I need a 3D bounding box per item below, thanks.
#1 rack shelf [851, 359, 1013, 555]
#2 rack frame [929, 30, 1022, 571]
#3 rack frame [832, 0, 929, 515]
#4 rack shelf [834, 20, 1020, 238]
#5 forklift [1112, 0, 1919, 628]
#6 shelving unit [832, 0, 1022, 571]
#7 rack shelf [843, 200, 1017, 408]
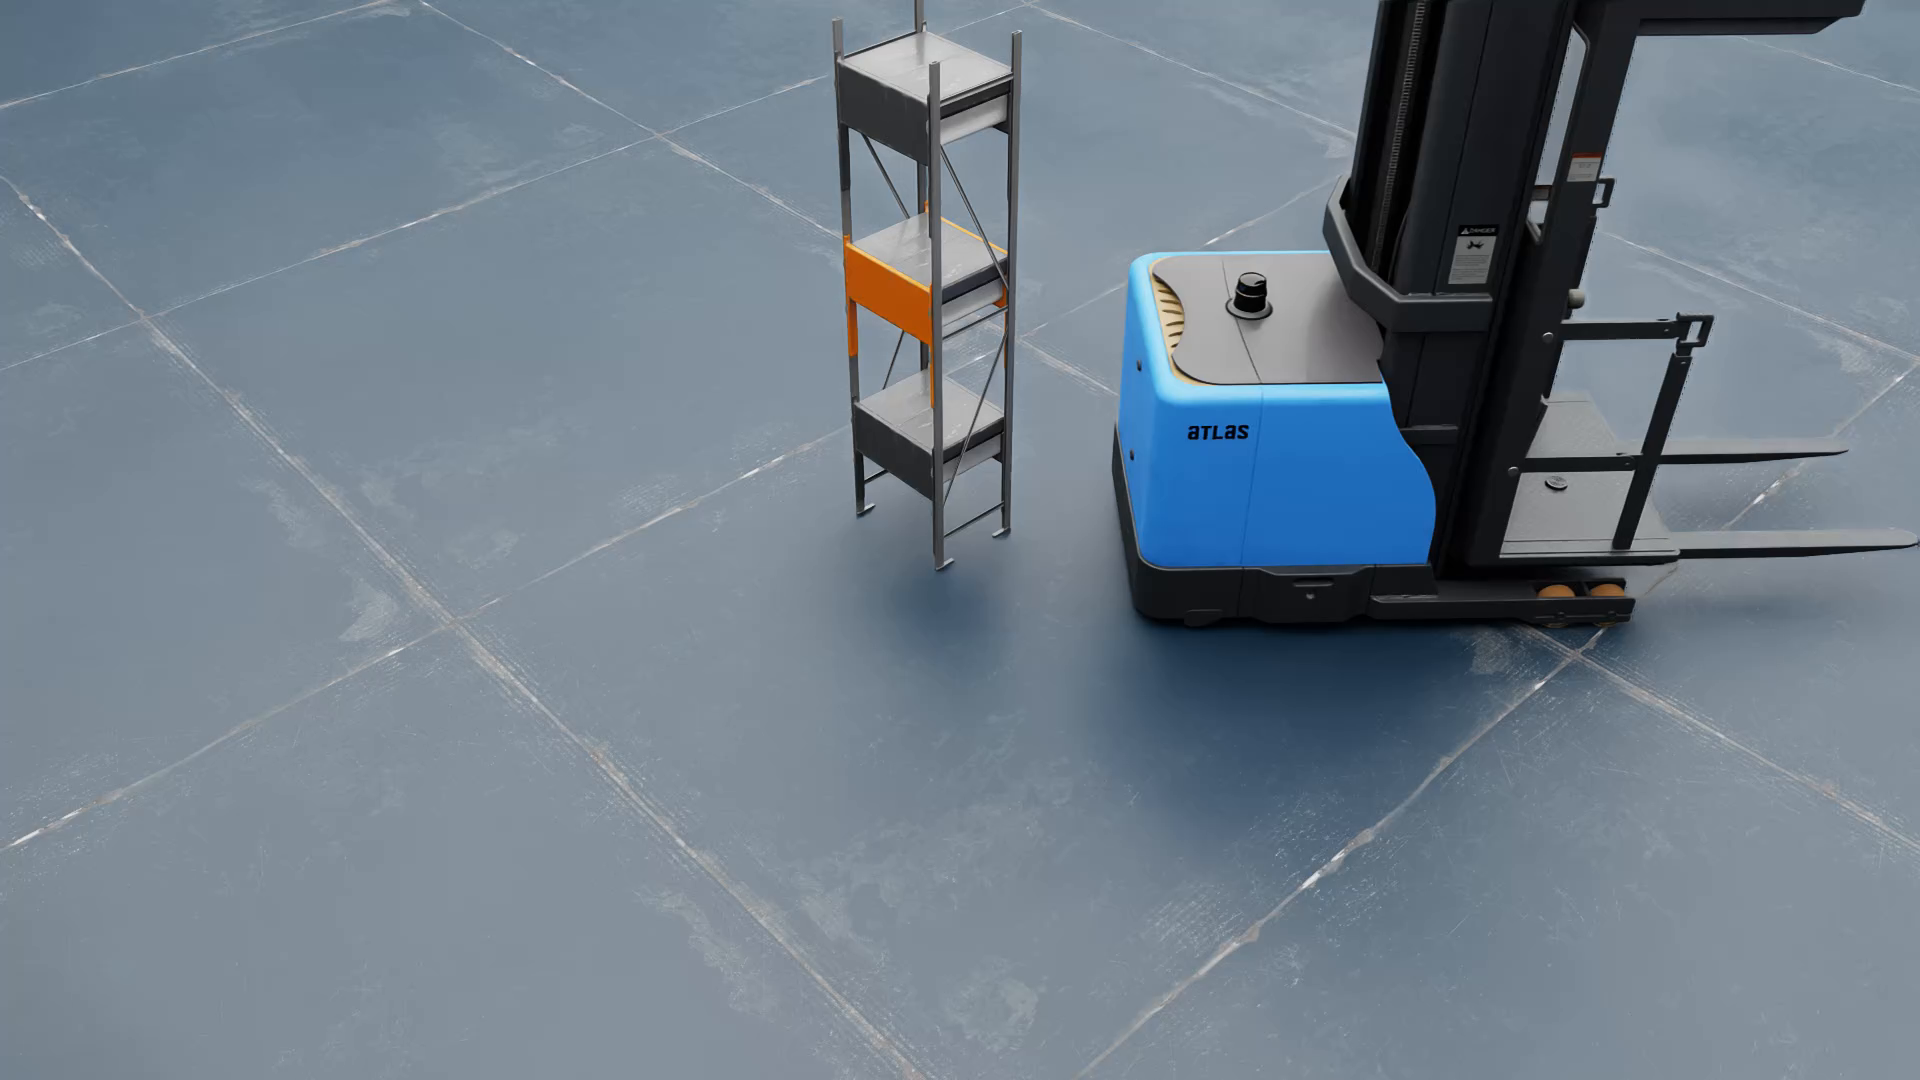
[{"bbox_3d":[-0.112,-0.338,6.634,0.431,0.518,0.480,-30,48,-32],"label":"rack shelf"},{"bbox_3d":[0.053,-0.781,6.045,0.400,2.100,0.015,-30,48,-32],"label":"rack frame"},{"bbox_3d":[-0.277,-1.006,6.325,0.400,2.100,0.015,-30,48,-32],"label":"rack frame"},{"bbox_3d":[-0.112,-1.427,5.754,0.431,0.518,0.480,-30,48,-32],"label":"rack shelf"},{"bbox_3d":[2.164,-1.140,5.829,3.031,2.935,1.130,-1,39,-1],"label":"forklift"},{"bbox_3d":[-0.112,-0.893,6.185,0.431,2.100,0.503,-30,48,-32],"label":"shelving unit"},{"bbox_3d":[-0.112,-0.883,6.194,0.431,0.518,0.480,-30,48,-32],"label":"rack shelf"}]
